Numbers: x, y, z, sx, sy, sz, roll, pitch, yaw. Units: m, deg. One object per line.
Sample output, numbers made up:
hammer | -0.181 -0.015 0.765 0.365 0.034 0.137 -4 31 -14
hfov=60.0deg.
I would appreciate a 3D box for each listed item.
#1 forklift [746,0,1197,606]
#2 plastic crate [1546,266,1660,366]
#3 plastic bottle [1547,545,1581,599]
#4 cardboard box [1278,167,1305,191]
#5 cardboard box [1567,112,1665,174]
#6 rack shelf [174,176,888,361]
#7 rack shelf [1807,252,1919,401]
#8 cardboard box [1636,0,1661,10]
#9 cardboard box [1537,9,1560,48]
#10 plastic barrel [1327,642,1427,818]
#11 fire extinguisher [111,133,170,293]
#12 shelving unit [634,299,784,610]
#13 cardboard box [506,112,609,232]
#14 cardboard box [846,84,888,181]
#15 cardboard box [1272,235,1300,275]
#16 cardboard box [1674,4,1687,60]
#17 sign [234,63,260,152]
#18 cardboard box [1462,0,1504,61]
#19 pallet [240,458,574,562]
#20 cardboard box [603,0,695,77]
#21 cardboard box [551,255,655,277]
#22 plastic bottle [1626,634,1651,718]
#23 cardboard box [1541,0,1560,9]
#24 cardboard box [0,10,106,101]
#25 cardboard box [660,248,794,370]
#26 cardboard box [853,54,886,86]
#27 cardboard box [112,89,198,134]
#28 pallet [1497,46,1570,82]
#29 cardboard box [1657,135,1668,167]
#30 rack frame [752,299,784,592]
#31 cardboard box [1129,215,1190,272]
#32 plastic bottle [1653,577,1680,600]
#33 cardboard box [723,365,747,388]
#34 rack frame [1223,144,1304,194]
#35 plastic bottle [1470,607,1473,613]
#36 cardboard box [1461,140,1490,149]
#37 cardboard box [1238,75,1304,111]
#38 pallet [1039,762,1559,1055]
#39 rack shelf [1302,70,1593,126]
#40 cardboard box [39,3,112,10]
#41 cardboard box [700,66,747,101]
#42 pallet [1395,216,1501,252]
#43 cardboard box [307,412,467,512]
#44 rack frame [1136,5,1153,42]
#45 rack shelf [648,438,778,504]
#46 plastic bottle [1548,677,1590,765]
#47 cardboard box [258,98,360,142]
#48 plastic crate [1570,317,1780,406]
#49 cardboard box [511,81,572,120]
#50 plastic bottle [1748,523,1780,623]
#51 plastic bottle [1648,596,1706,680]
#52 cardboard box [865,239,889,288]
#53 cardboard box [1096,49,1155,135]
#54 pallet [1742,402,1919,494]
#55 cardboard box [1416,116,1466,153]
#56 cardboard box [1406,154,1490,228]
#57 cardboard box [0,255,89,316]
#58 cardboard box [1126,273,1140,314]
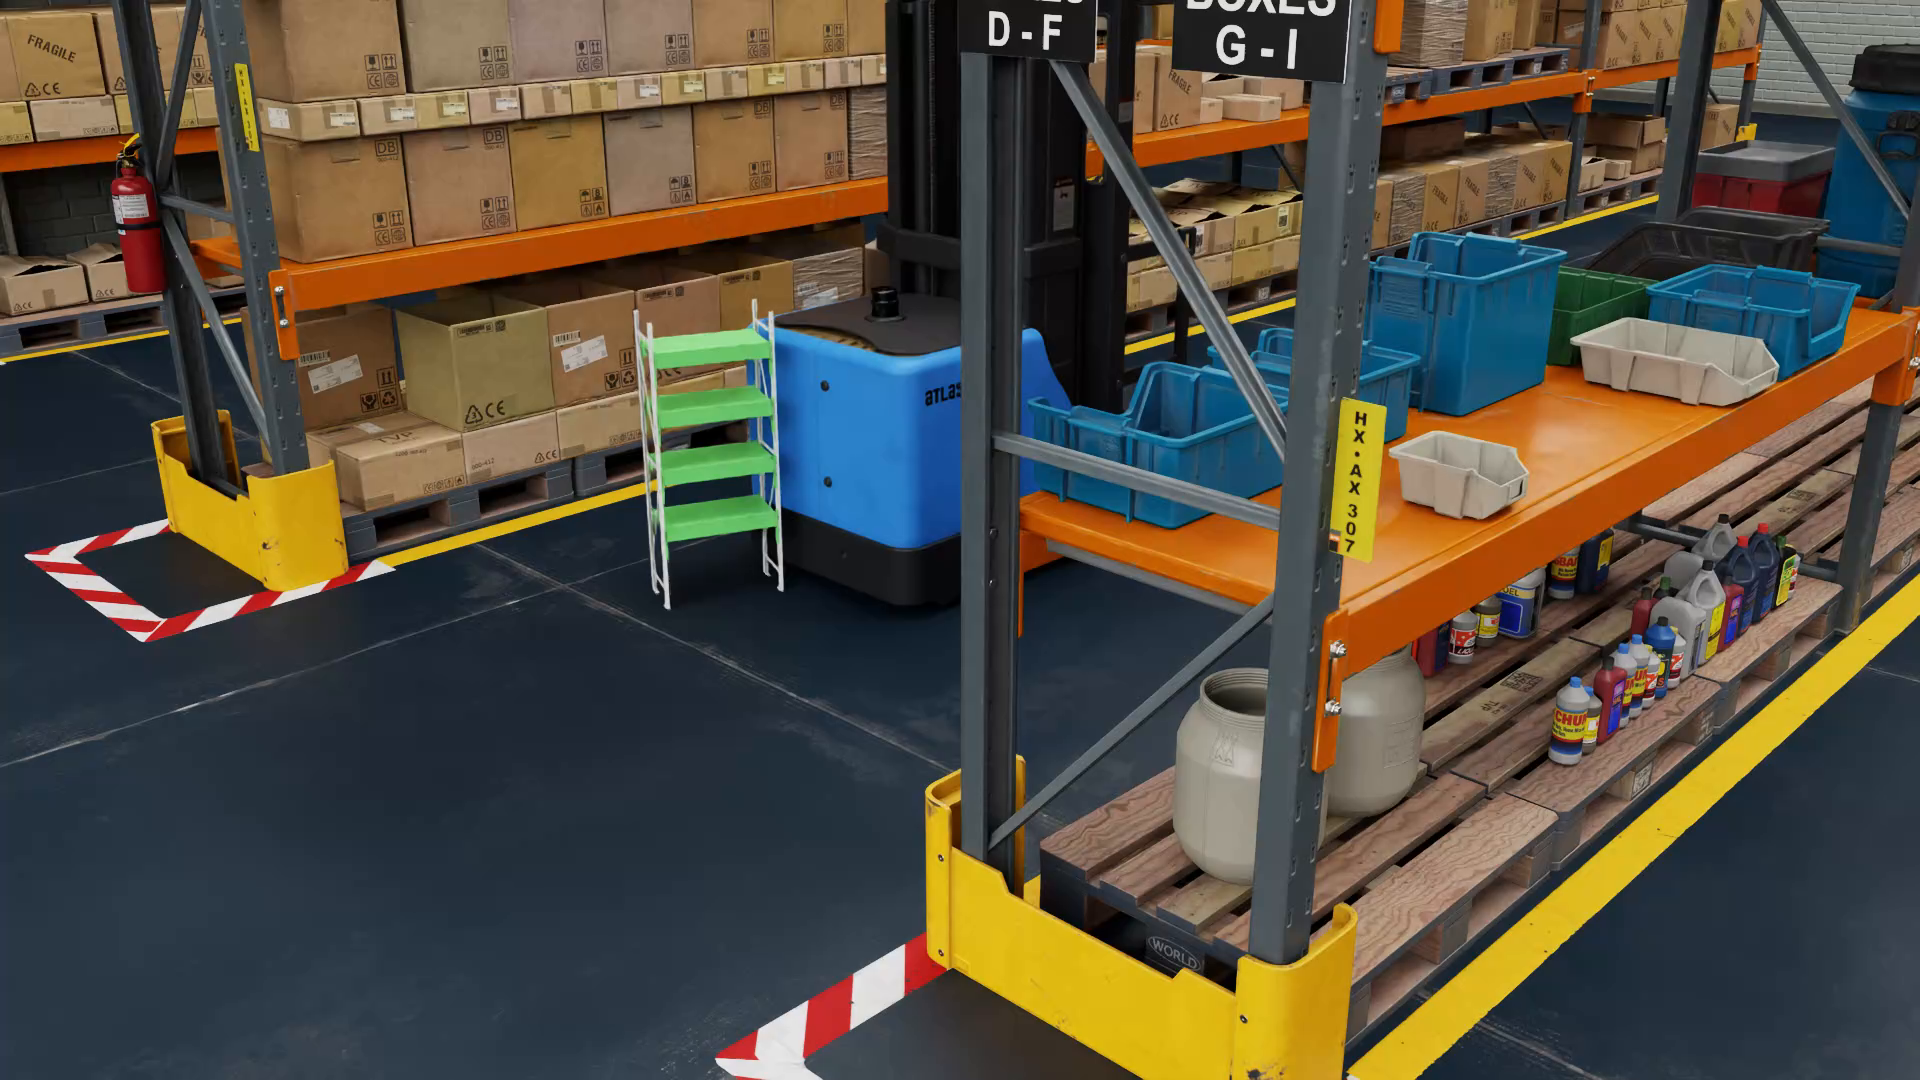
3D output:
forklift | 0.468 -1.541 7.498 1.130 2.935 3.031 19 28 41
plastic crate | 2.041 -0.779 5.715 0.450 0.188 0.662 19 28 41
plastic bottle | 2.316 0.083 6.367 0.097 0.271 0.097 0 21 0
cardboard box | 2.919 -2.763 13.452 0.500 0.500 0.500 -19 28 -40
cardboard box | 6.532 -3.978 16.608 0.797 0.503 0.637 19 28 41
rack shelf | -1.751 -1.547 8.421 1.077 0.370 4.000 19 28 41
rack shelf | 4.586 -1.334 7.868 1.077 0.370 4.000 19 28 41
cardboard box | 6.115 -5.150 15.260 0.500 0.500 0.500 18 28 39
cardboard box | 5.390 -4.693 15.463 0.500 0.500 0.500 -20 28 -41
plastic barrel | 1.154 0.520 4.923 0.421 0.512 0.421 0 21 0
fire extinguisher | -3.561 -1.418 7.192 0.296 0.674 0.183 19 28 41
shelving unit | -1.018 -0.346 6.801 0.503 1.200 0.258 -9 23 -22
cardboard box | -2.098 -1.794 7.923 0.700 0.500 0.500 19 28 41
cardboard box | -0.661 -2.328 9.311 0.700 0.500 0.500 18 28 39
cardboard box | 2.242 -2.141 12.212 0.500 0.250 0.500 -19 28 -41
cardboard box | 6.835 -4.954 16.144 0.500 0.500 0.500 19 28 40
sign | -2.753 -1.669 6.419 0.100 0.325 0.005 19 28 41
cardboard box | 4.037 -4.226 13.665 0.700 0.500 0.500 12 24 27
pallet | -2.643 -0.274 7.993 1.003 0.211 1.213 19 28 41
cardboard box | -1.711 -2.546 8.071 0.700 0.500 0.500 19 28 41
cardboard box | -1.948 -1.232 8.802 0.500 0.500 0.500 19 28 41
plastic bottle | 2.197 0.438 5.443 0.097 0.271 0.097 0 21 0
cardboard box | 5.392 -5.161 15.289 0.500 0.500 0.500 19 28 41
cardboard box | -5.798 -3.069 10.514 0.500 0.500 0.500 19 28 41
cardboard box | -1.226 -1.230 8.797 0.500 0.500 0.500 19 28 41
cardboard box | -0.566 -2.560 9.010 0.380 0.149 0.250 19 28 40
cardboard box | -5.418 -2.859 11.014 0.500 0.250 0.500 19 28 40
pallet | 4.589 -4.186 14.551 1.003 0.211 1.213 19 28 41
cardboard box | 7.128 -3.965 16.929 0.500 0.250 0.500 19 28 41
rack frame | -0.795 -0.381 6.892 0.015 1.200 0.240 -9 23 -22
cardboard box | 1.183 -2.011 11.090 0.500 0.311 0.500 -19 28 -41
plastic bottle | 2.497 0.257 5.897 0.061 0.283 0.133 19 28 41
cardboard box | -1.217 -0.877 8.923 0.500 0.250 0.500 19 28 41
rack frame | 2.435 -3.425 12.305 1.000 3.000 0.127 19 28 41
plastic bottle | 1.772 0.184 5.993 0.185 0.351 0.144 -19 28 -40
cardboard box | 4.349 -3.289 14.820 0.500 0.500 0.500 -20 28 -41
cardboard box | 2.150 -3.301 12.106 0.500 0.311 0.500 -18 27 -39
pallet | 0.990 0.935 4.848 1.003 0.211 1.213 19 28 41
rack shelf | 3.830 -3.603 13.771 1.077 0.370 4.000 19 28 41
cardboard box | -5.806 -3.332 11.199 0.500 0.500 0.500 18 28 39
cardboard box | -1.279 -2.297 8.326 0.250 0.149 0.380 -19 28 -41
pallet | 3.834 -2.618 14.092 1.003 0.211 1.213 19 28 41
cardboard box | -2.613 -0.363 7.586 0.500 0.250 0.500 19 28 41
rack frame | 1.673 -5.692 18.203 1.000 3.000 0.127 19 28 41
rack shelf | -1.018 -0.287 6.824 0.480 0.148 0.258 -9 23 -22
plastic bottle | 1.888 0.552 5.147 0.097 0.271 0.097 0 21 0
cardboard box | -2.718 -1.765 6.942 0.380 0.149 0.250 19 28 40
plastic crate | 2.239 -0.552 5.198 0.530 0.136 0.437 19 28 41
cardboard box | -1.999 -2.031 7.634 0.380 0.149 0.250 18 27 39
plastic bottle | 2.948 0.113 6.179 0.144 0.351 0.185 18 28 39
plastic bottle | 2.472 0.321 5.742 0.135 0.276 0.152 -20 28 -41
cardboard box | -0.279 -1.747 10.404 0.500 0.311 0.500 19 28 41
cardboard box | 0.909 -2.901 10.802 0.500 0.500 0.500 19 28 41
pallet | 4.562 -0.381 8.272 1.003 0.211 1.213 19 28 41
cardboard box | 4.015 -3.521 14.381 0.500 0.250 0.500 19 28 41
cardboard box | 4.032 -2.908 13.831 0.500 0.500 0.500 18 27 39
cardboard box | -6.151 -1.713 10.985 0.500 0.311 0.500 15 26 35
cardboard box | 0.820 -1.616 10.845 0.500 0.250 0.500 18 28 39
